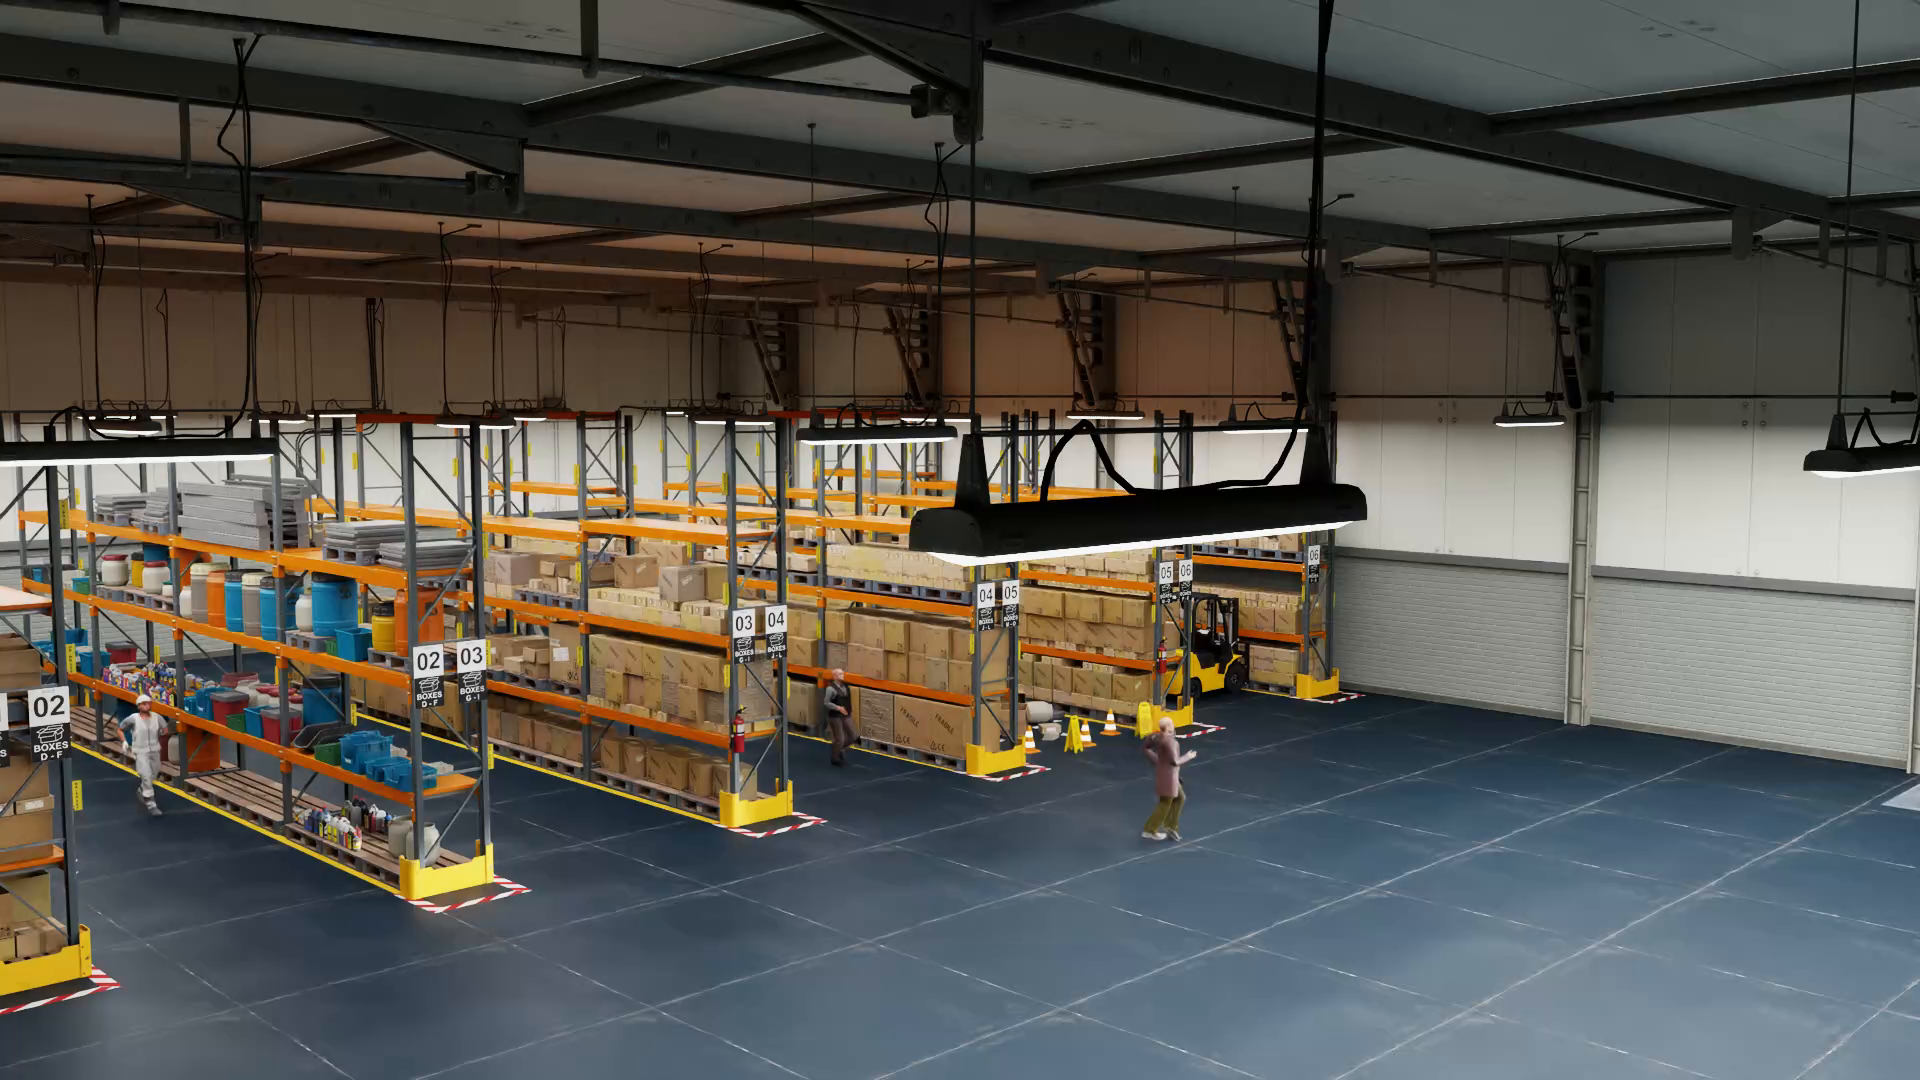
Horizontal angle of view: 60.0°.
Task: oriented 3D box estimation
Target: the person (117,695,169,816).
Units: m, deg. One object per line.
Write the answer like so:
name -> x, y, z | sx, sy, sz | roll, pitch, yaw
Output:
person -> -12.319, 3.222, 25.180 | 1.003, 1.773, 0.659 | 4, 6, 40

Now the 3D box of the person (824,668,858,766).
person -> -2.008, 3.022, 28.368 | 0.564, 1.676, 0.635 | 4, 6, 40

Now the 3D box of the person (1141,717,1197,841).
person -> 2.945, 3.407, 23.551 | 0.785, 1.834, 0.688 | -1, 5, -8

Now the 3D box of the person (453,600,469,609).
person -> -11.972, 2.039, 39.731 | 0.771, 1.690, 0.577 | 2, 5, 25

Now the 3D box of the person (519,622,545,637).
person -> -10.676, 1.873, 41.416 | 0.799, 1.844, 0.666 | -4, 6, -37
